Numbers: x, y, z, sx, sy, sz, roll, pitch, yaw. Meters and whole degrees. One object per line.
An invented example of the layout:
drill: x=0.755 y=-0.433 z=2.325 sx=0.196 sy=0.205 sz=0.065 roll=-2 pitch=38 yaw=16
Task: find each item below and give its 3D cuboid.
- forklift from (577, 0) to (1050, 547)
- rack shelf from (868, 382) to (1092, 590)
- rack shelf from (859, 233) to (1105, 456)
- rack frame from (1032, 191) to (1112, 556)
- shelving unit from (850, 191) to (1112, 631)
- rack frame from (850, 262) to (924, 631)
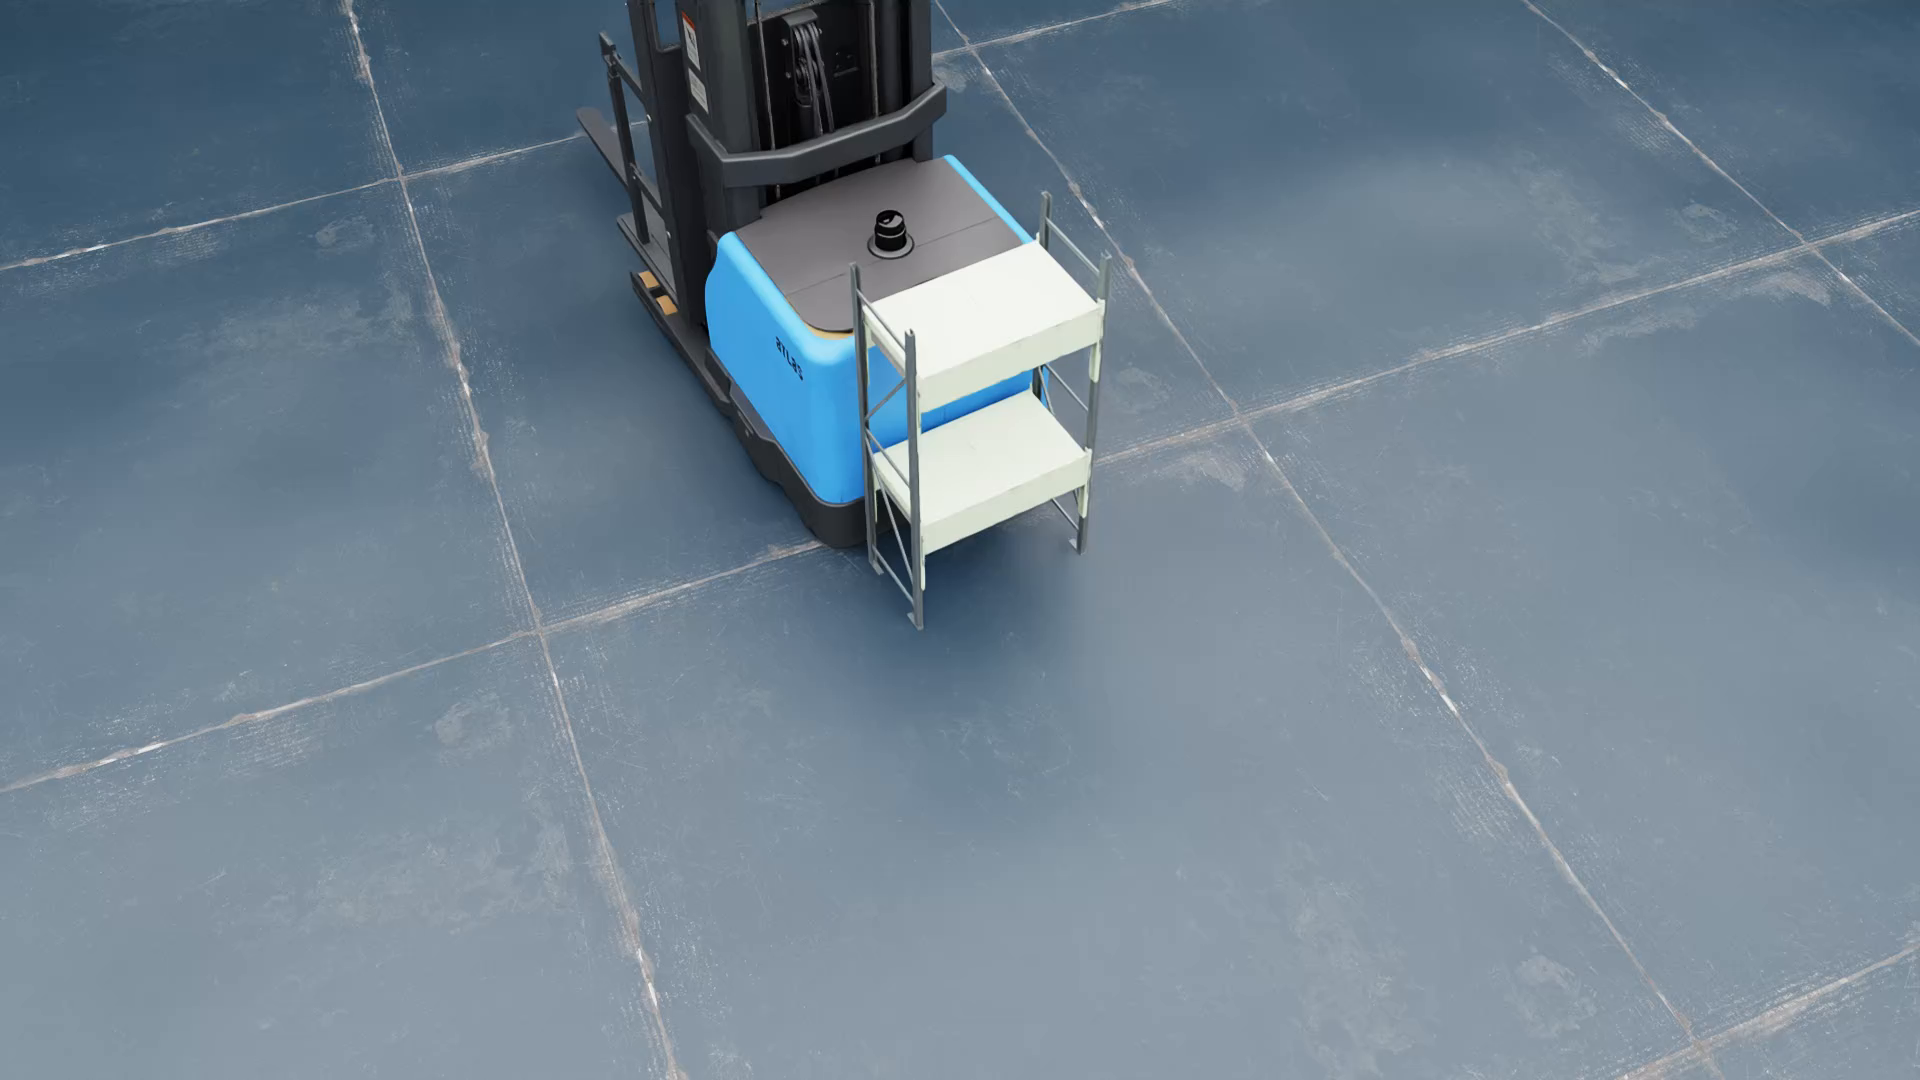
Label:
forklift: x=-0.815 y=-2.041 z=6.411 sx=1.130 sy=2.935 sz=3.031 roll=-24 pitch=53 yaw=-19
rack shelf: x=0.068 y=-0.207 z=6.209 sx=0.720 sy=0.370 sz=0.431 roll=-24 pitch=53 yaw=-19
rack shelf: x=0.068 y=-0.673 z=5.665 sx=0.720 sy=0.370 sz=0.431 roll=-24 pitch=53 yaw=-19
rack frame: x=0.384 y=-0.559 z=6.082 sx=0.023 sy=1.500 sz=0.400 roll=-24 pitch=53 yaw=-19
shelving unit: x=0.068 y=-0.419 z=5.962 sx=0.755 sy=1.500 sz=0.431 roll=-24 pitch=53 yaw=-19
rack frame: x=-0.248 y=-0.279 z=5.841 sx=0.023 sy=1.500 sz=0.400 roll=-24 pitch=53 yaw=-19
